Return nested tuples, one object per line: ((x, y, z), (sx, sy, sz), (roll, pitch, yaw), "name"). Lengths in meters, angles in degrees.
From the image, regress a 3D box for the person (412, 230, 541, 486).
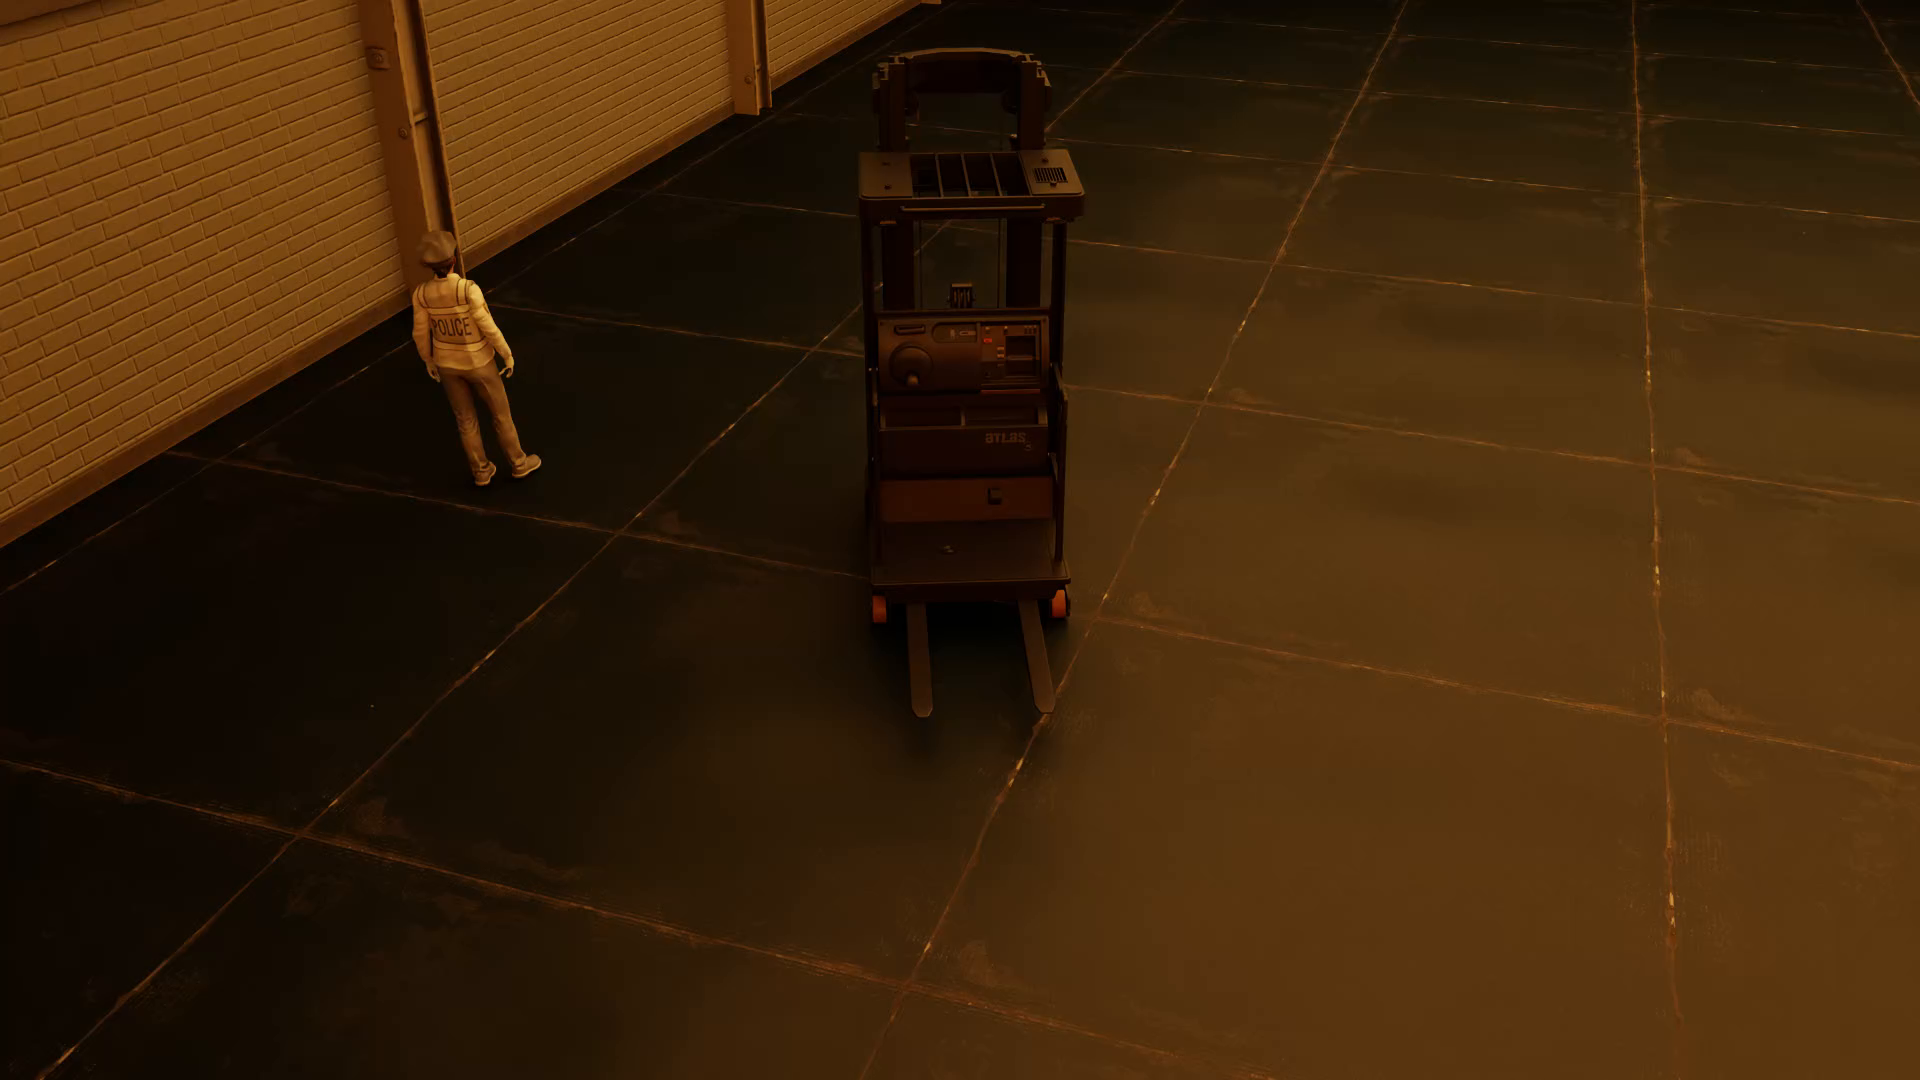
((-3.058, -1.136, 10.364), (0.585, 1.694, 0.531), (2, 30, 3), "person")

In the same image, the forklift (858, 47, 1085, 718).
((0.035, -0.972, 8.842), (1.130, 2.935, 3.031), (-2, 30, -3), "forklift")
